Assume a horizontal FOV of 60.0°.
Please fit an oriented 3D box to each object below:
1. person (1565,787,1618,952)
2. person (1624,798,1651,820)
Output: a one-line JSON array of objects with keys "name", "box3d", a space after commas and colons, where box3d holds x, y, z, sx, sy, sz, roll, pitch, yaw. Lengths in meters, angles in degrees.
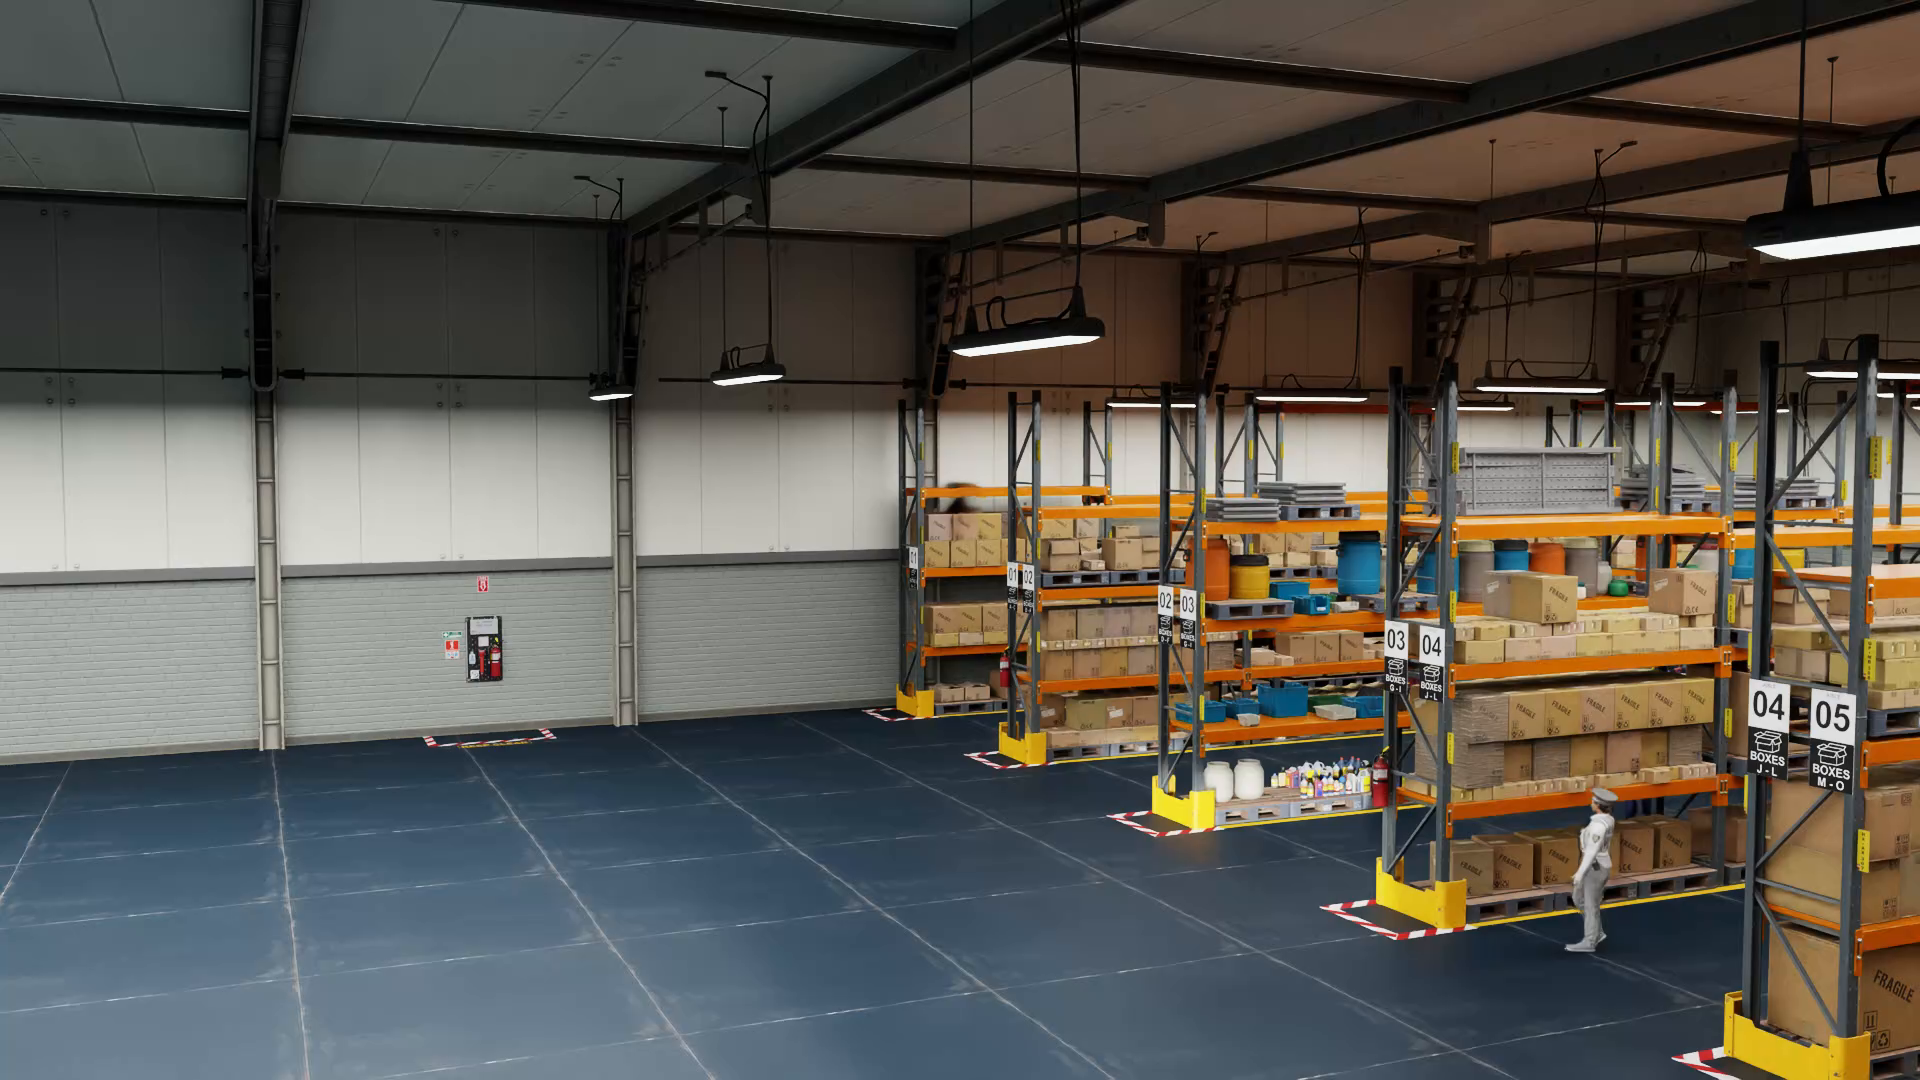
[{"name": "person", "box3d": [6.397, 3.357, 16.845, 0.467, 1.721, 0.496, 1, 3, 14]}, {"name": "person", "box3d": [8.959, 3.052, 22.004, 0.524, 1.655, 0.467, -1, 3, -15]}]
